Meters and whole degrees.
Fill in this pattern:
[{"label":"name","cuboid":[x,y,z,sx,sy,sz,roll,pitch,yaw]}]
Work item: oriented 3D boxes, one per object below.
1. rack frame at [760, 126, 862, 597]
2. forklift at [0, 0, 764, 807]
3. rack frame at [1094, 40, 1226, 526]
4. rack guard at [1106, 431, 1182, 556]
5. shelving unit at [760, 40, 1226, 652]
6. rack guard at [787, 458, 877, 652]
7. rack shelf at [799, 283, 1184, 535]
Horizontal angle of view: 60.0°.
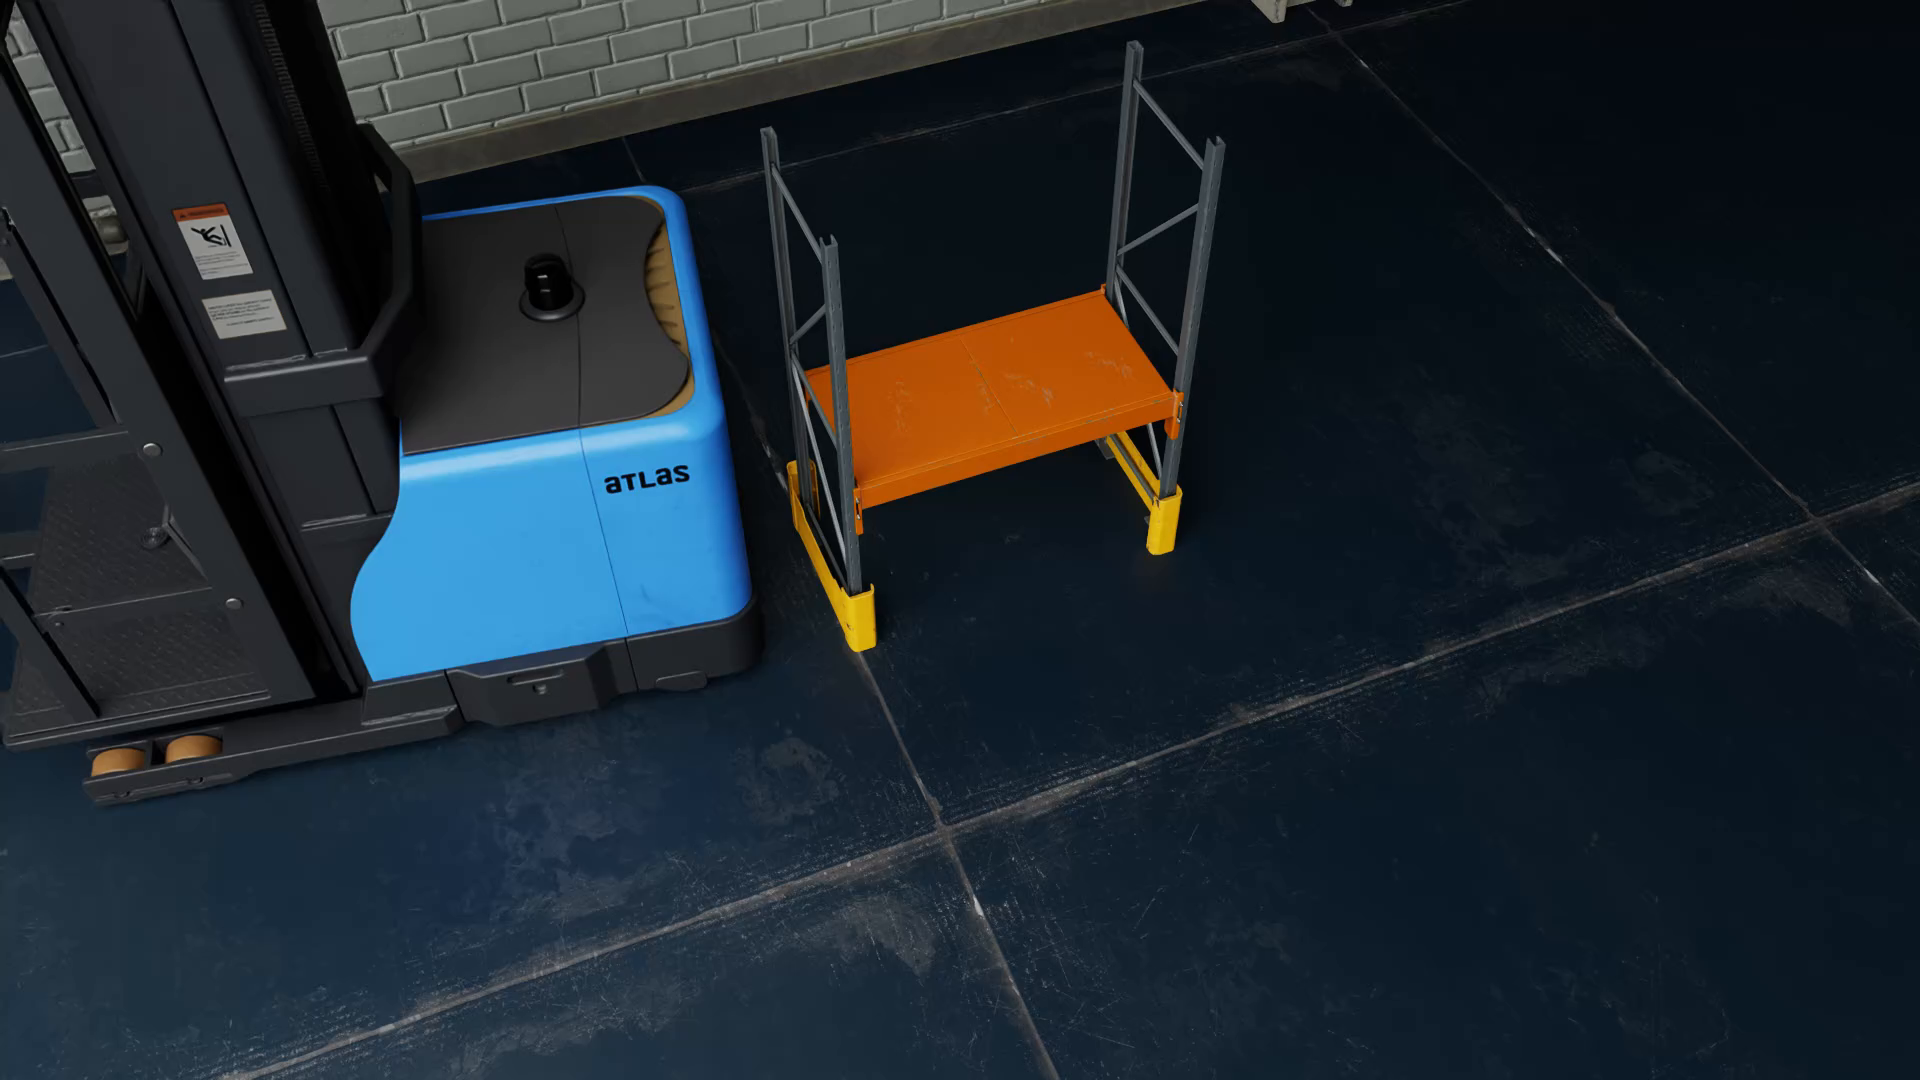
[{"label":"rack frame","cuboid":[-0.392,-0.367,4.577,0.032,1.500,0.500,-17,52,-14]},{"label":"forklift","cuboid":[-2.148,-0.668,3.892,3.031,2.935,1.130,-10,50,-8]},{"label":"rack frame","cuboid":[0.550,-0.659,4.827,0.032,1.500,0.500,-17,52,-14]},{"label":"rack guard","cuboid":[0.532,-0.246,5.297,0.087,0.250,0.587,-17,52,-14]},{"label":"shelving unit","cuboid":[0.071,-0.510,4.700,1.083,1.500,0.587,-17,52,-14]},{"label":"rack guard","cuboid":[-0.390,0.040,5.051,0.087,0.250,0.587,-17,52,-14]},{"label":"rack shelf","cuboid":[0.079,-0.396,4.838,1.000,0.185,0.538,-17,52,-14]}]
